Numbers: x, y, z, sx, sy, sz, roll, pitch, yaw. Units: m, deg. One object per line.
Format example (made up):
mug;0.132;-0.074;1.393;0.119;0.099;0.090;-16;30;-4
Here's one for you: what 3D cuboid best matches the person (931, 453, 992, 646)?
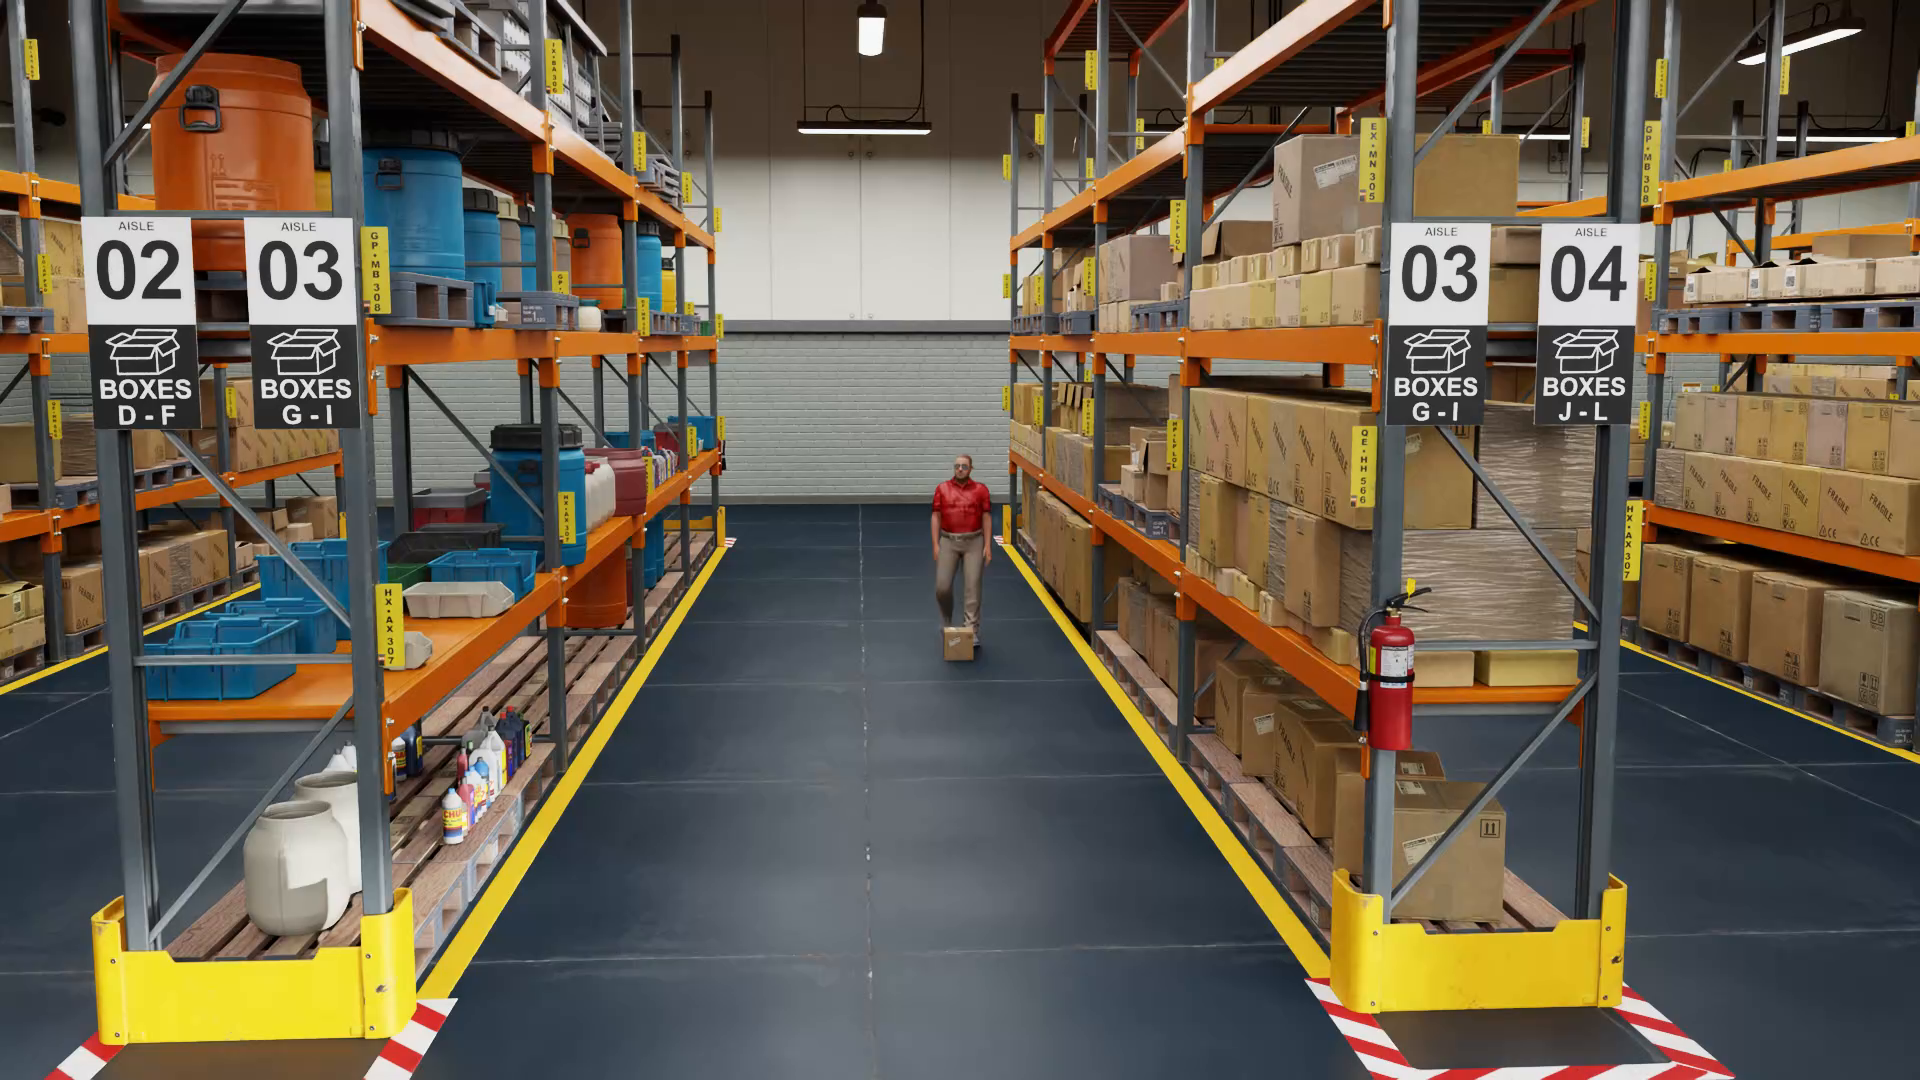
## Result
person;0.012;0.074;15.112;0.556;1.711;0.695;0;7;1
